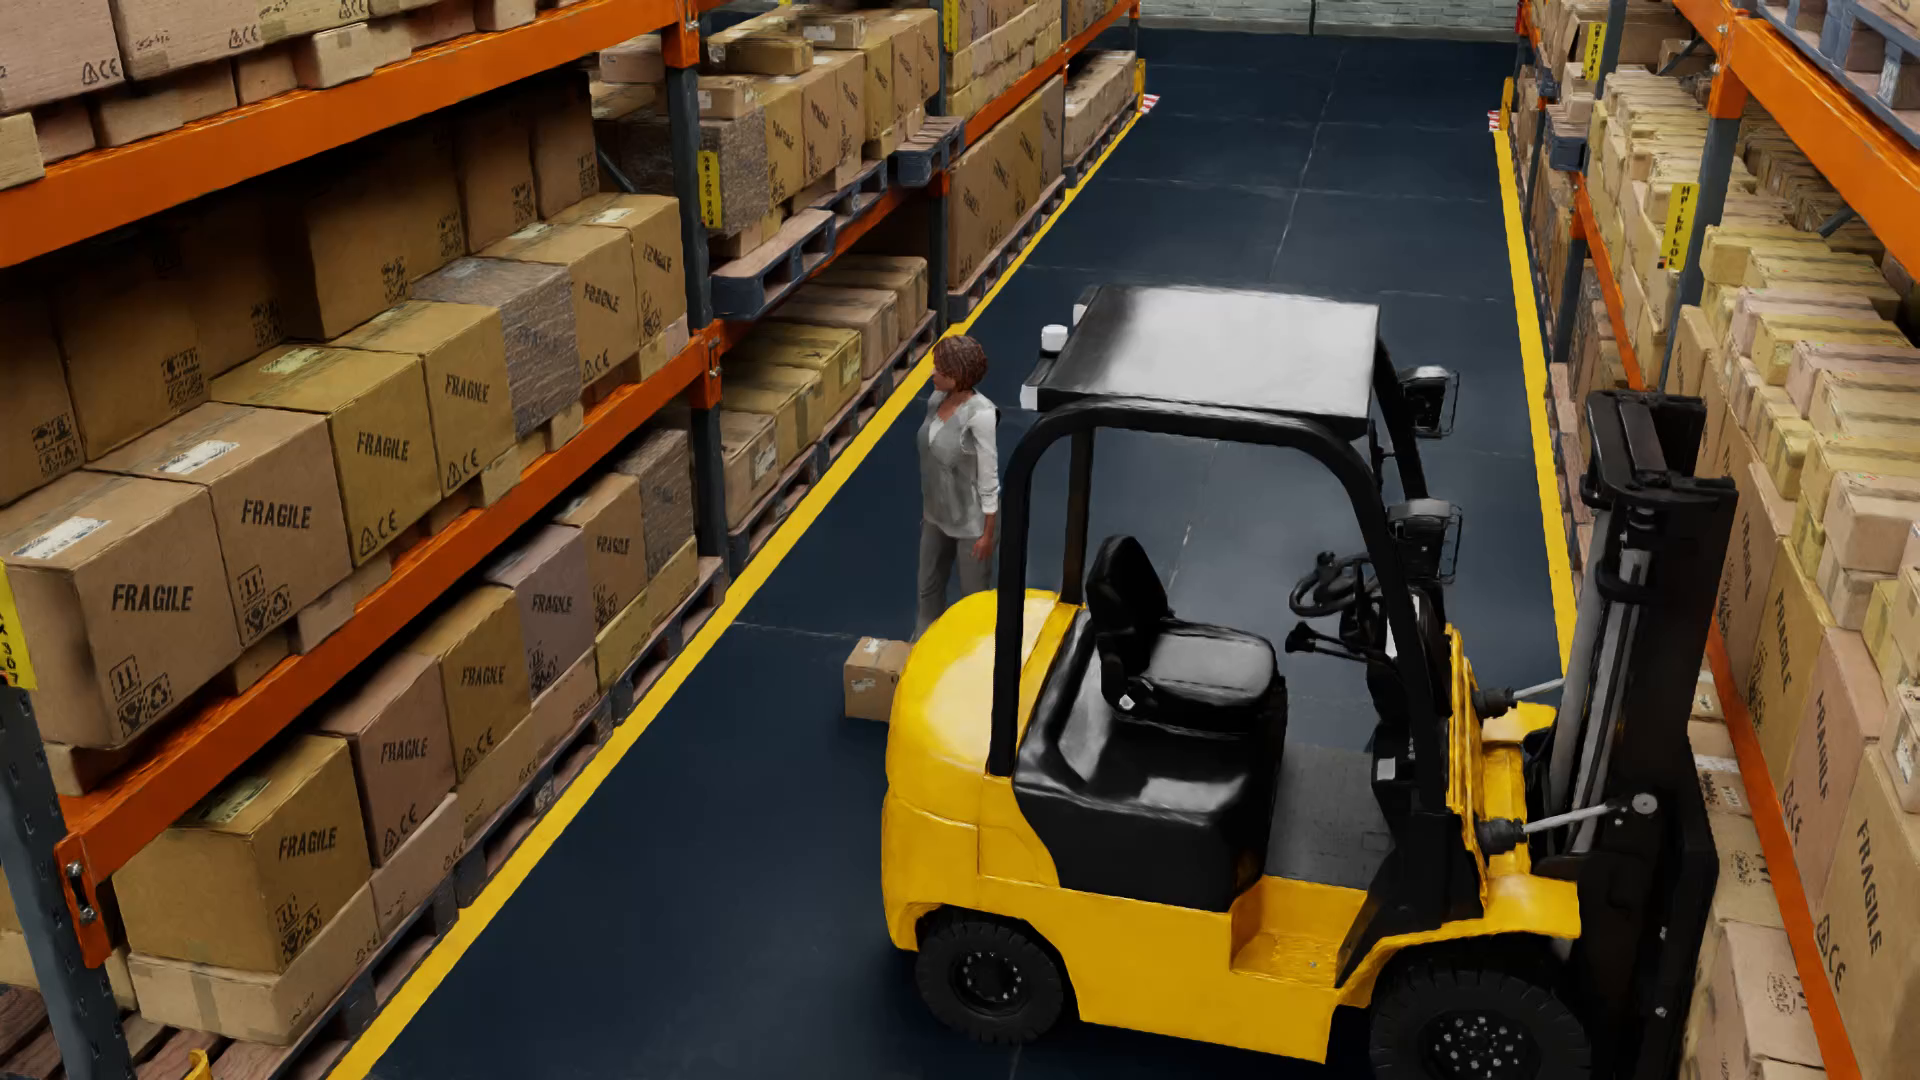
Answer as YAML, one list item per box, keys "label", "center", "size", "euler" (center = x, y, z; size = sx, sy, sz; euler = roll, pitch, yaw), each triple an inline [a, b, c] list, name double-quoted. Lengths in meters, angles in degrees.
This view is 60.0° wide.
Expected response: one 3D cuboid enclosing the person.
- label: "person"
  center: [-0.058, -0.054, 6.714]
  size: [0.492, 1.602, 0.422]
  euler: [-16, 30, -30]
